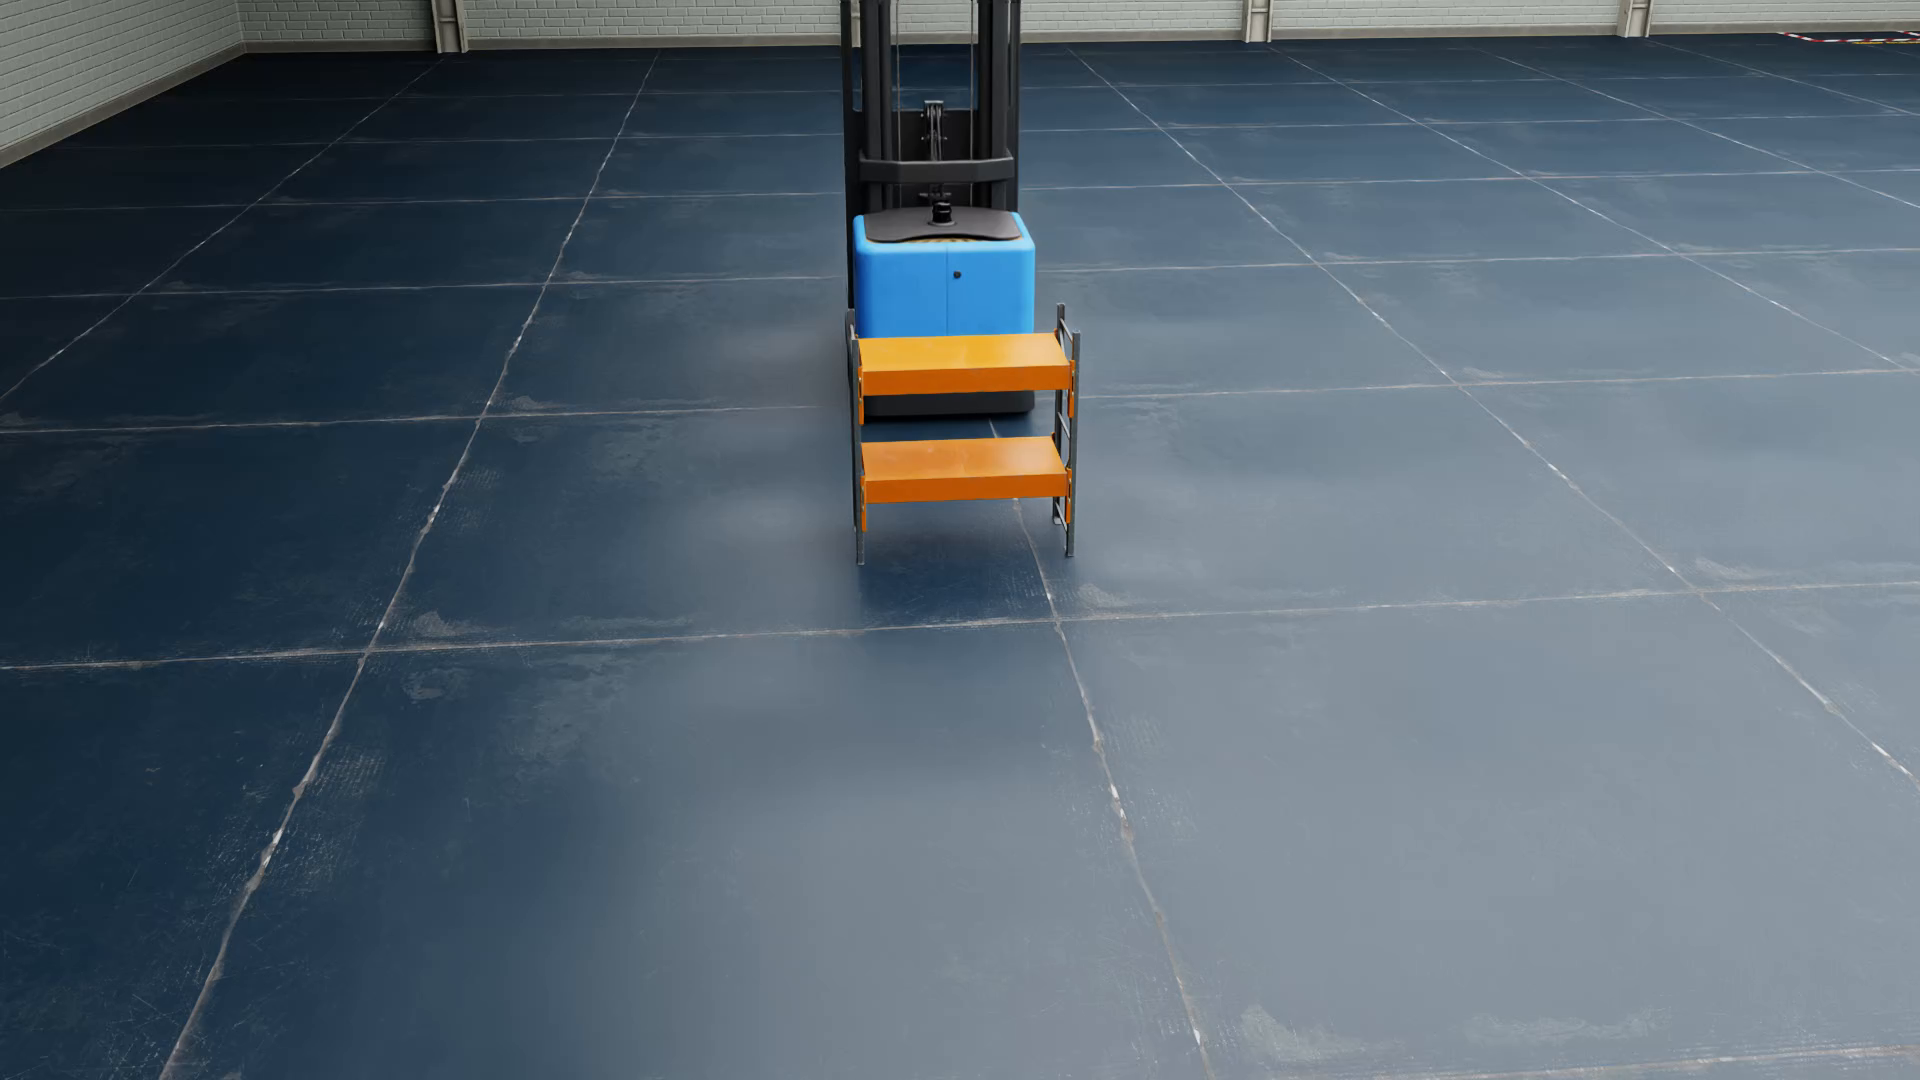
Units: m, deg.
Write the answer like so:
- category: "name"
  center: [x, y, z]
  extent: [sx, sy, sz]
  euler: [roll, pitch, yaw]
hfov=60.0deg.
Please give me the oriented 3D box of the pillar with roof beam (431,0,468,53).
- category: "pillar with roof beam"
  center: [-6.998, -9.526, 18.603]
  extent: [0.400, 9.000, 9.100]
  euler: [-2, 24, -5]

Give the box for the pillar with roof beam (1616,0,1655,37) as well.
- category: "pillar with roof beam"
  center: [10.915, -10.245, 20.219]
  extent: [0.400, 9.000, 9.100]
  euler: [-2, 24, -5]

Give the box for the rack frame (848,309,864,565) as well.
- category: "rack frame"
  center: [-0.499, -0.494, 7.976]
  extent: [0.032, 1.125, 0.500]
  euler: [-2, 24, -5]

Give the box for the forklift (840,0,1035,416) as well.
- category: "forklift"
  center: [-0.199, -2.622, 10.540]
  extent: [1.130, 2.935, 3.031]
  euler: [-2, 24, -4]

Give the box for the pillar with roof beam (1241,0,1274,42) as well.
- category: "pillar with roof beam"
  center: [4.944, -10.005, 19.681]
  extent: [0.400, 9.000, 9.100]
  euler: [-2, 24, -5]

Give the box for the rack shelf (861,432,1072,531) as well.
- category: "rack shelf"
  center: [0.007, -0.291, 8.121]
  extent: [1.000, 0.278, 0.538]
  euler: [-2, 24, -5]

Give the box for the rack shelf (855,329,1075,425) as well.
- category: "rack shelf"
  center: [0.007, -0.782, 7.903]
  extent: [1.000, 0.278, 0.538]
  euler: [-2, 24, -5]

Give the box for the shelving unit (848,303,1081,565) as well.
- category: "shelving unit"
  center: [0.007, -0.514, 8.022]
  extent: [1.048, 1.125, 0.538]
  euler: [-2, 24, -5]

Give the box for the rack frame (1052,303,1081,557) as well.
- category: "rack frame"
  center: [0.513, -0.535, 8.068]
  extent: [0.032, 1.125, 0.500]
  euler: [-2, 24, -5]

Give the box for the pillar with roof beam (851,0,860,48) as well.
- category: "pillar with roof beam"
  center: [-1.027, -9.766, 19.142]
  extent: [0.400, 9.000, 9.100]
  euler: [-2, 24, -5]
